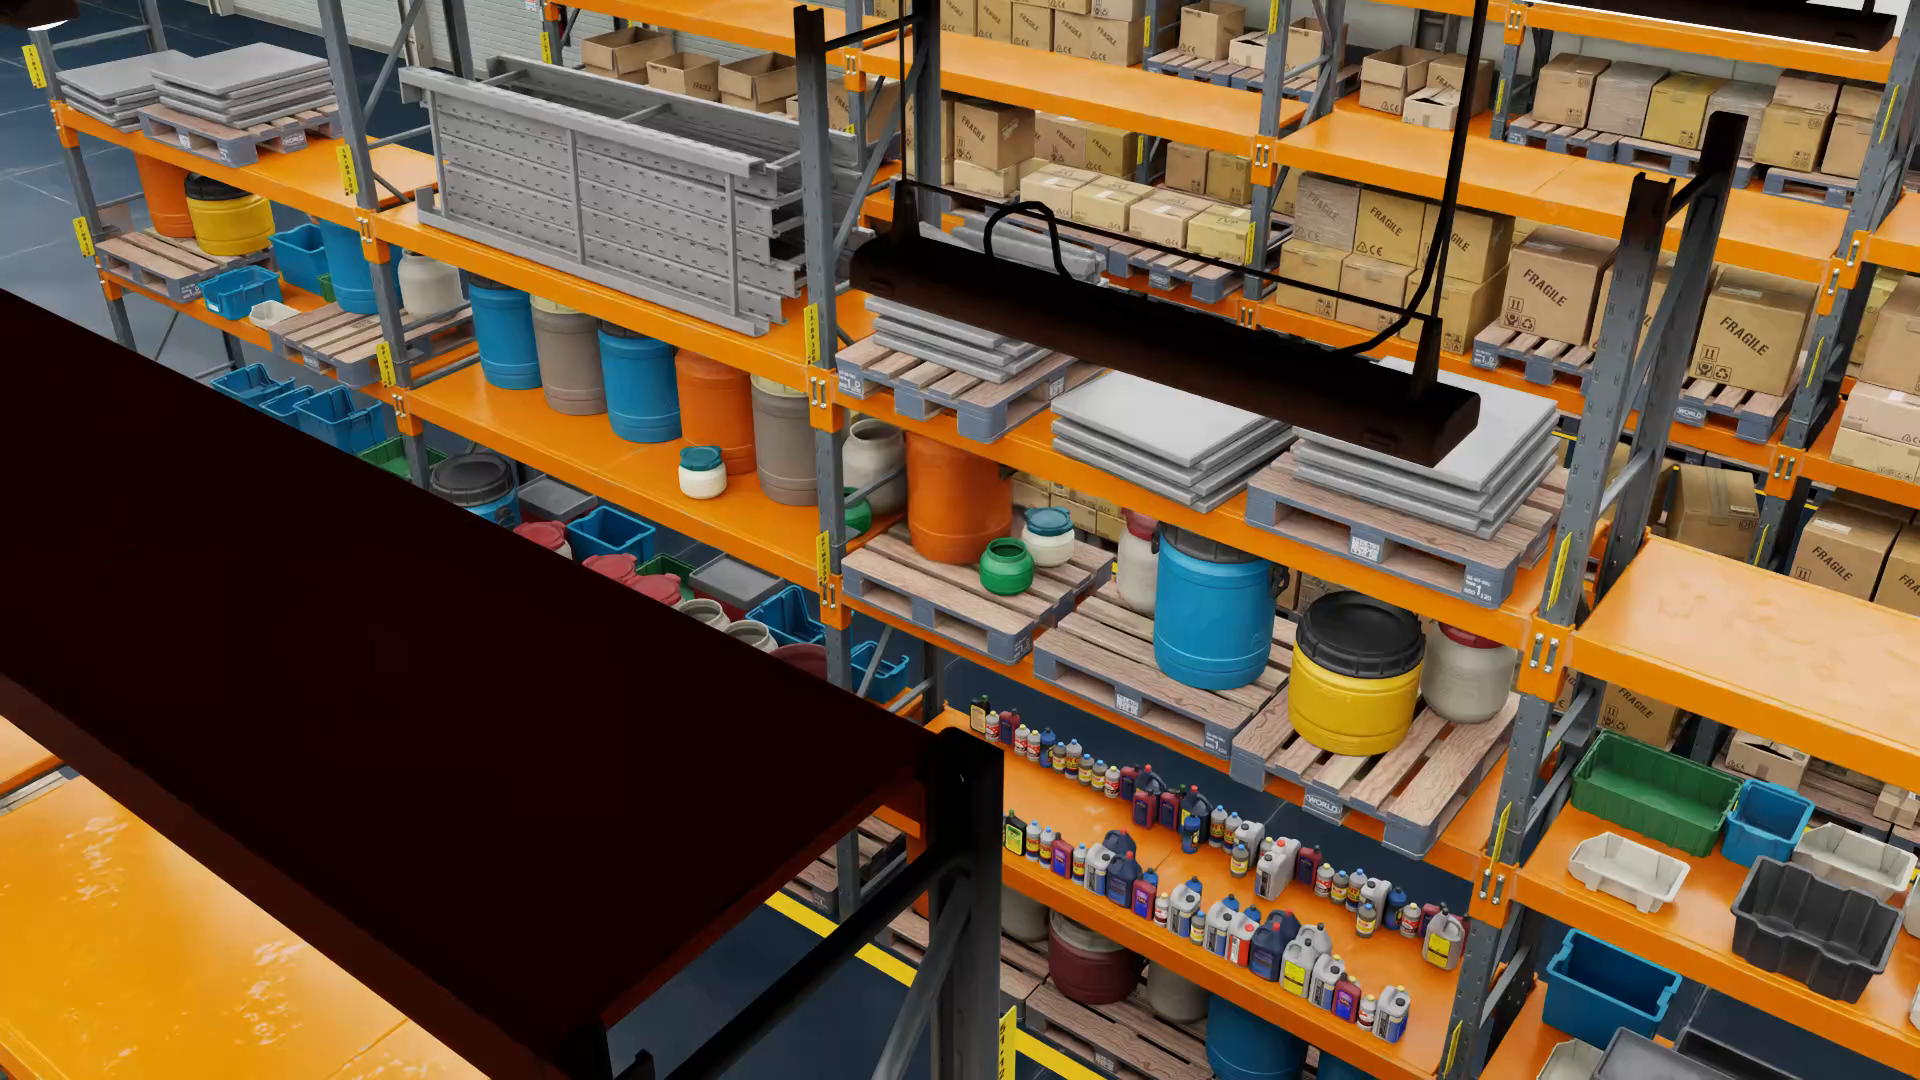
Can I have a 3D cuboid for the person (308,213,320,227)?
[{"bbox_3d":[-6.896,-2.862,18.251,1.058,1.727,0.599,2,31,3],"label":"person"}]
